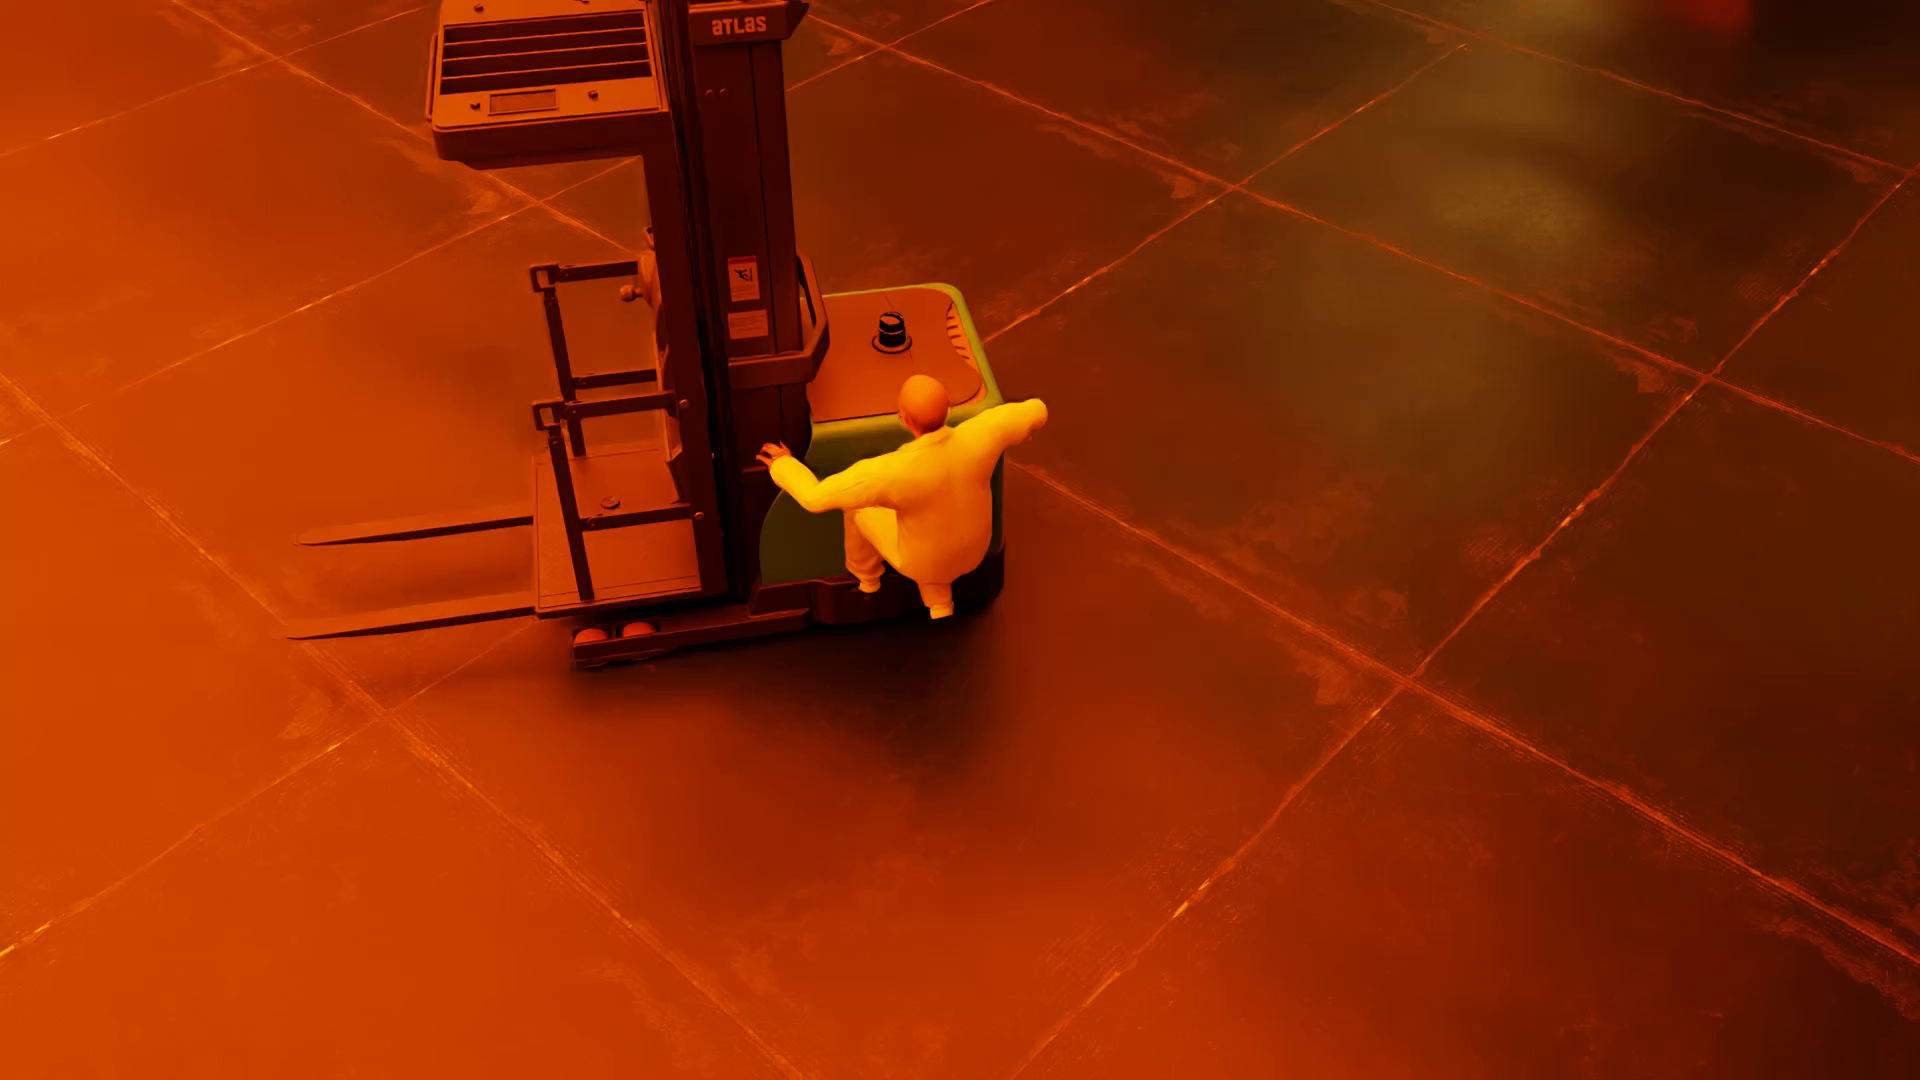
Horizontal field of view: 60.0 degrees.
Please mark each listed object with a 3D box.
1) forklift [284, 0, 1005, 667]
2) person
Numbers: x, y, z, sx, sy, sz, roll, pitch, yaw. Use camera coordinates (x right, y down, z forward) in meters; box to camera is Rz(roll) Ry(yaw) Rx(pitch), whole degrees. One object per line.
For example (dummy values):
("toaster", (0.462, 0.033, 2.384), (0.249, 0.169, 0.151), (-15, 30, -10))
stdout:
("forklift", (-1.376, -0.951, 6.537), (3.031, 2.935, 1.130), (-8, 41, -9))
("person", (-0.216, -0.173, 6.695), (1.097, 1.511, 0.892), (-27, 47, -28))
